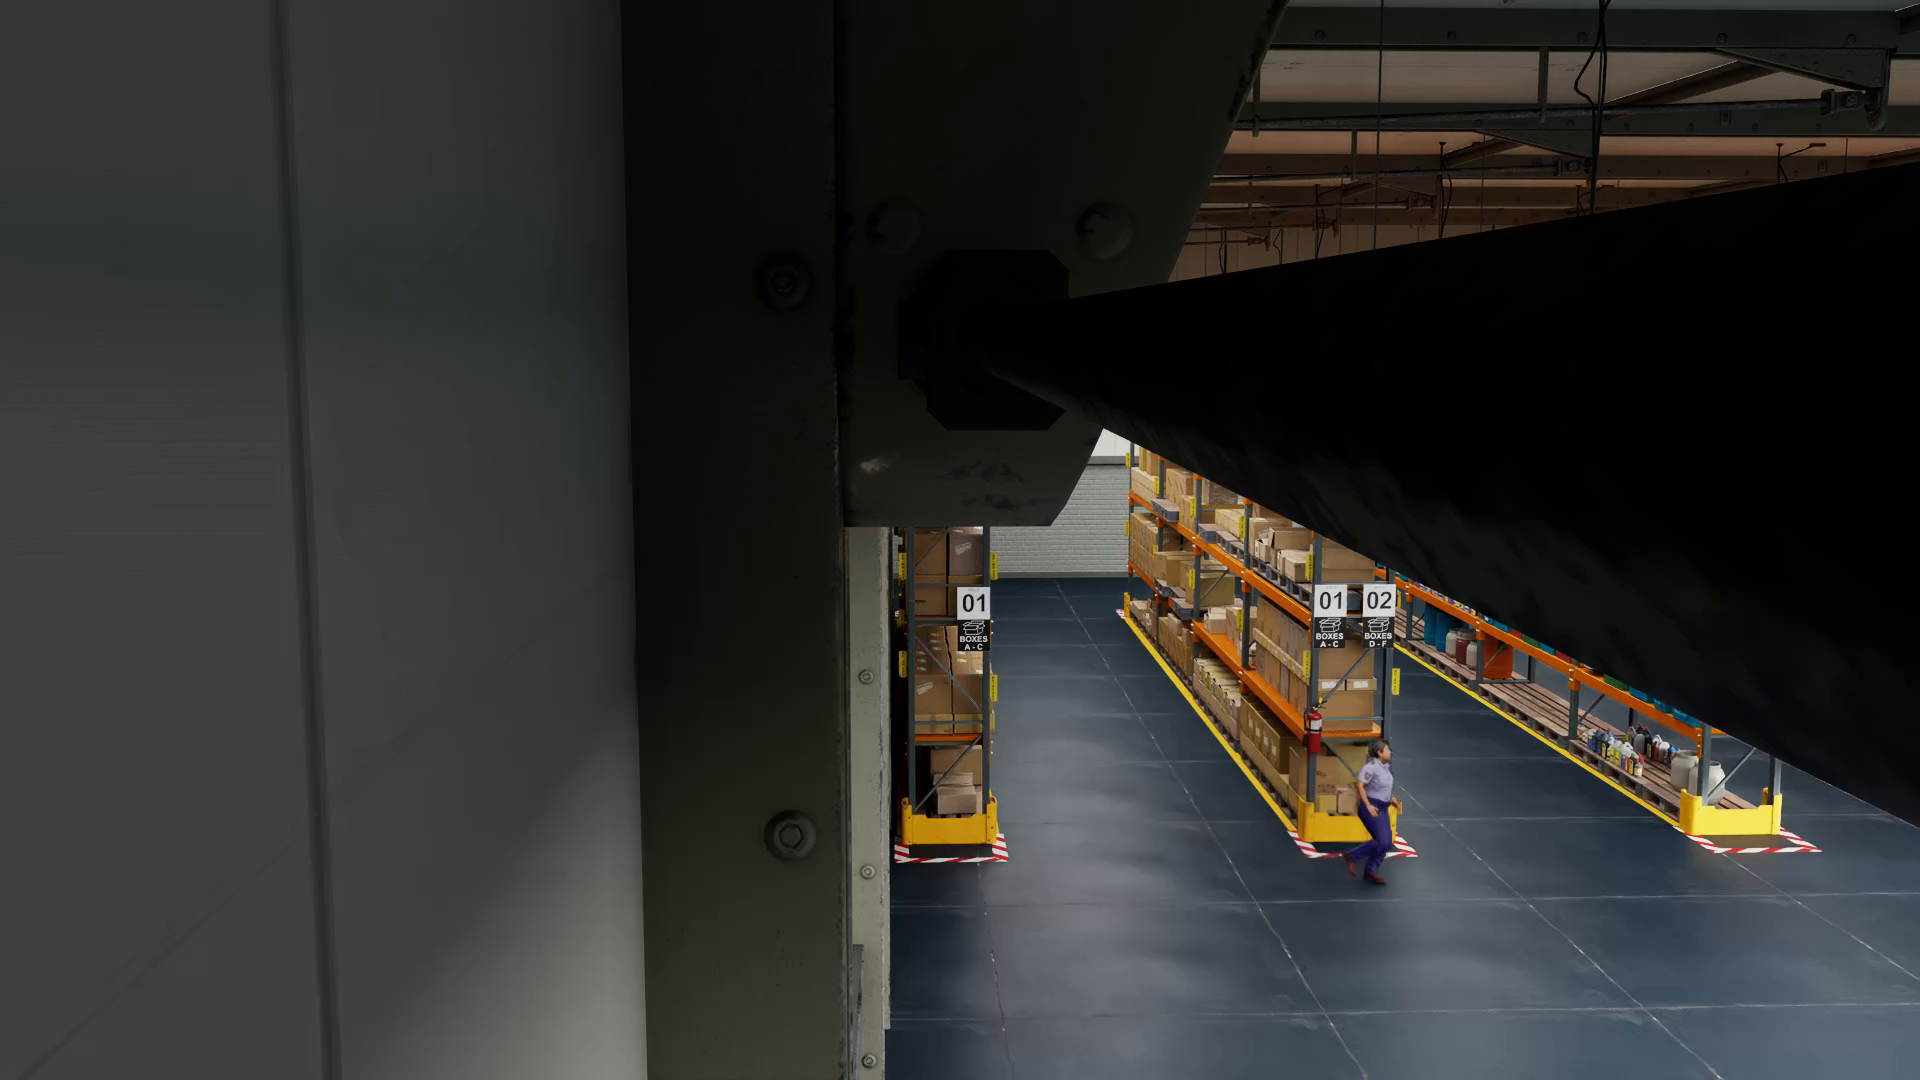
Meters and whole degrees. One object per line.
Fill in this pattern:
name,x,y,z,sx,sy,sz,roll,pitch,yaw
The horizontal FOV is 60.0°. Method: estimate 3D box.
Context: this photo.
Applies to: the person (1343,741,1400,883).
person,4.768,3.105,19.161,0.547,1.587,0.669,4,8,30
